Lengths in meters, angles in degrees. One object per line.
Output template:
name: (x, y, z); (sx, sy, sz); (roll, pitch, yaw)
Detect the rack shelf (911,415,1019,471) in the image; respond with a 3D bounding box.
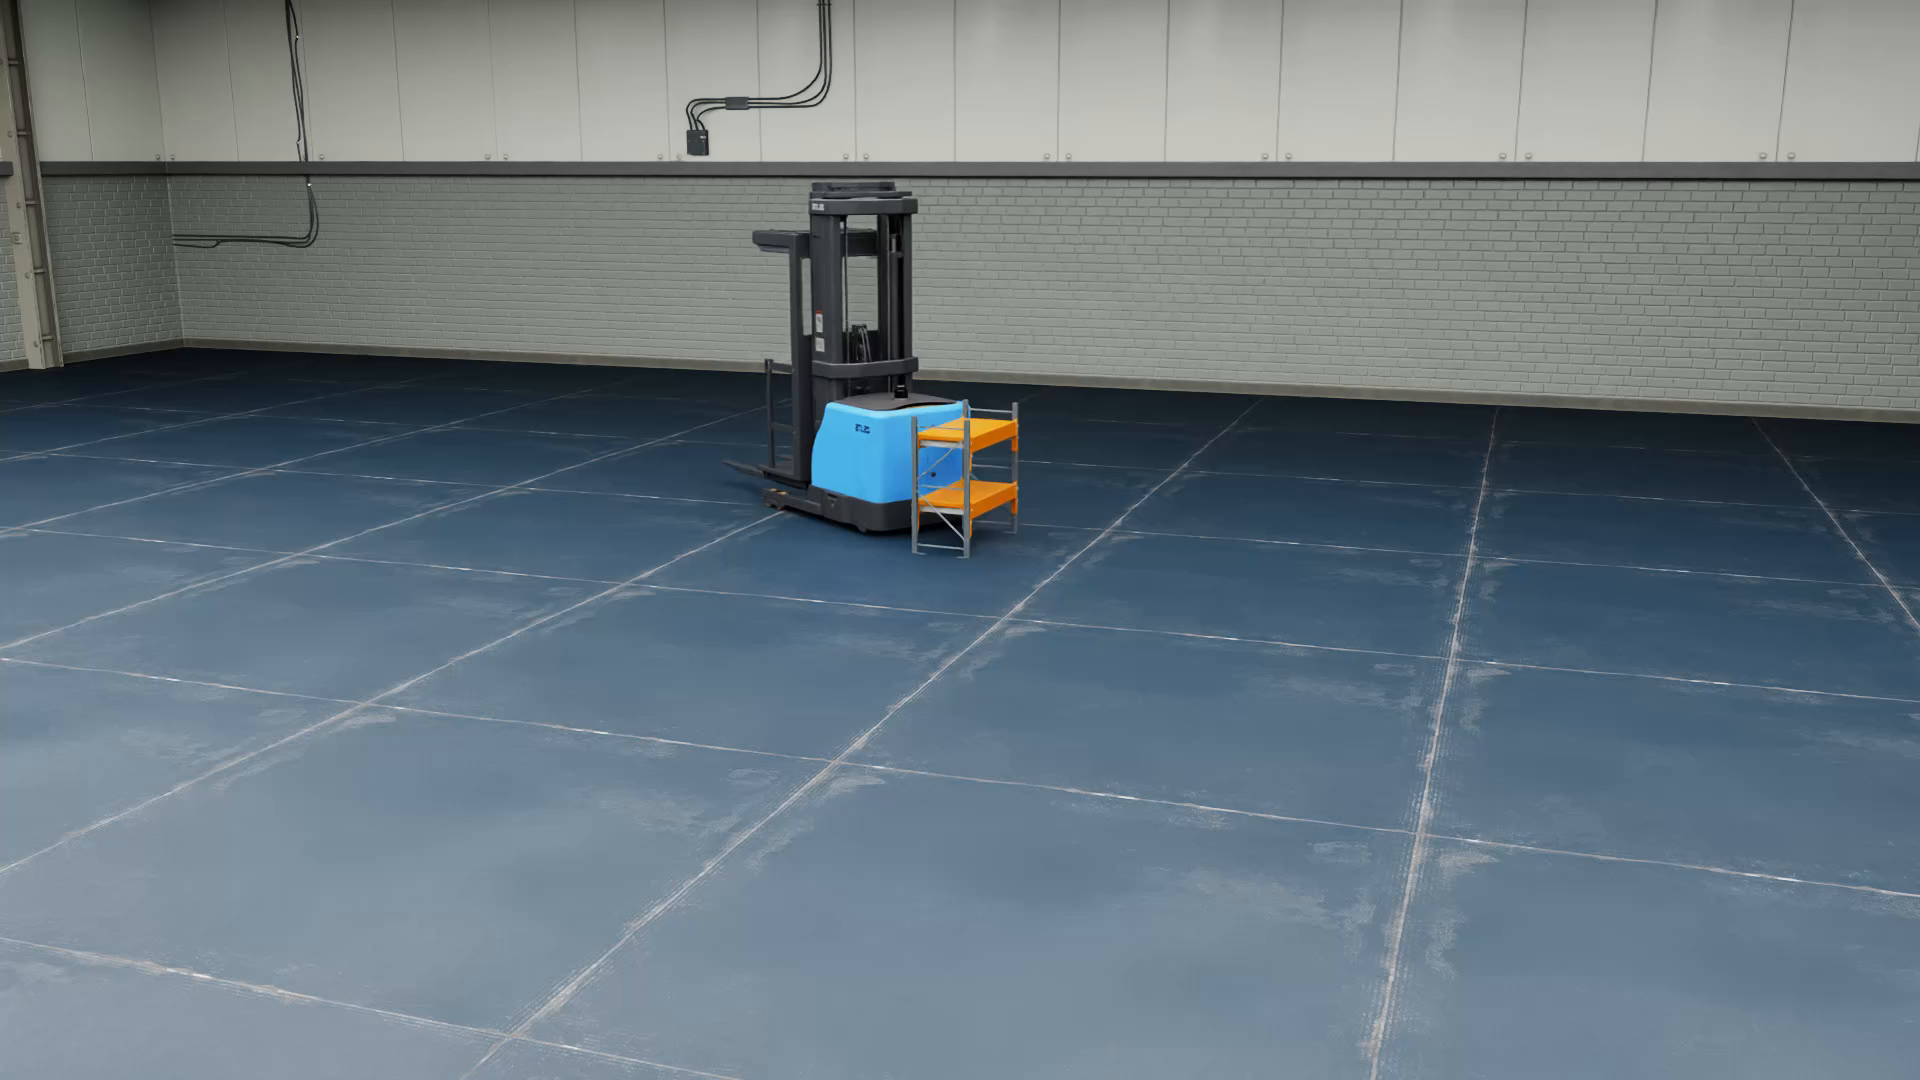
rack shelf: (0.051, -0.806, 13.675); (0.538, 0.278, 1.000); (6, 14, 23)

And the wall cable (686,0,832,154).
wall cable: (-2.932, -8.551, 23.589); (2.305, 6.003, 0.169); (4, 14, 18)

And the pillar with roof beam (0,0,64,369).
pillar with roof beam: (-10.041, -6.745, 23.318); (9.100, 9.000, 0.400); (4, 14, 18)

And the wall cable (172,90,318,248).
wall cable: (-11.910, -6.066, 27.322); (3.097, 2.526, 0.112); (4, 14, 18)

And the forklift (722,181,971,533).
forklift: (-1.176, -1.763, 15.124); (1.130, 2.935, 3.031); (-9, 16, -36)

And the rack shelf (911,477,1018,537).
rack shelf: (0.051, -0.282, 13.795); (0.538, 0.278, 1.000); (6, 14, 23)

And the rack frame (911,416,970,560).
rack frame: (-0.154, -0.417, 13.287); (0.500, 1.125, 0.032); (6, 14, 23)

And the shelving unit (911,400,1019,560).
shelving unit: (0.051, -0.520, 13.740); (0.538, 1.125, 1.048); (6, 14, 23)

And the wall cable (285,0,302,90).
wall cable: (-9.350, -8.334, 25.906); (3.097, 2.526, 0.112); (4, 14, 18)

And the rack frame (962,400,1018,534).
rack frame: (0.256, -0.624, 14.194); (0.500, 1.125, 0.032); (6, 14, 23)
